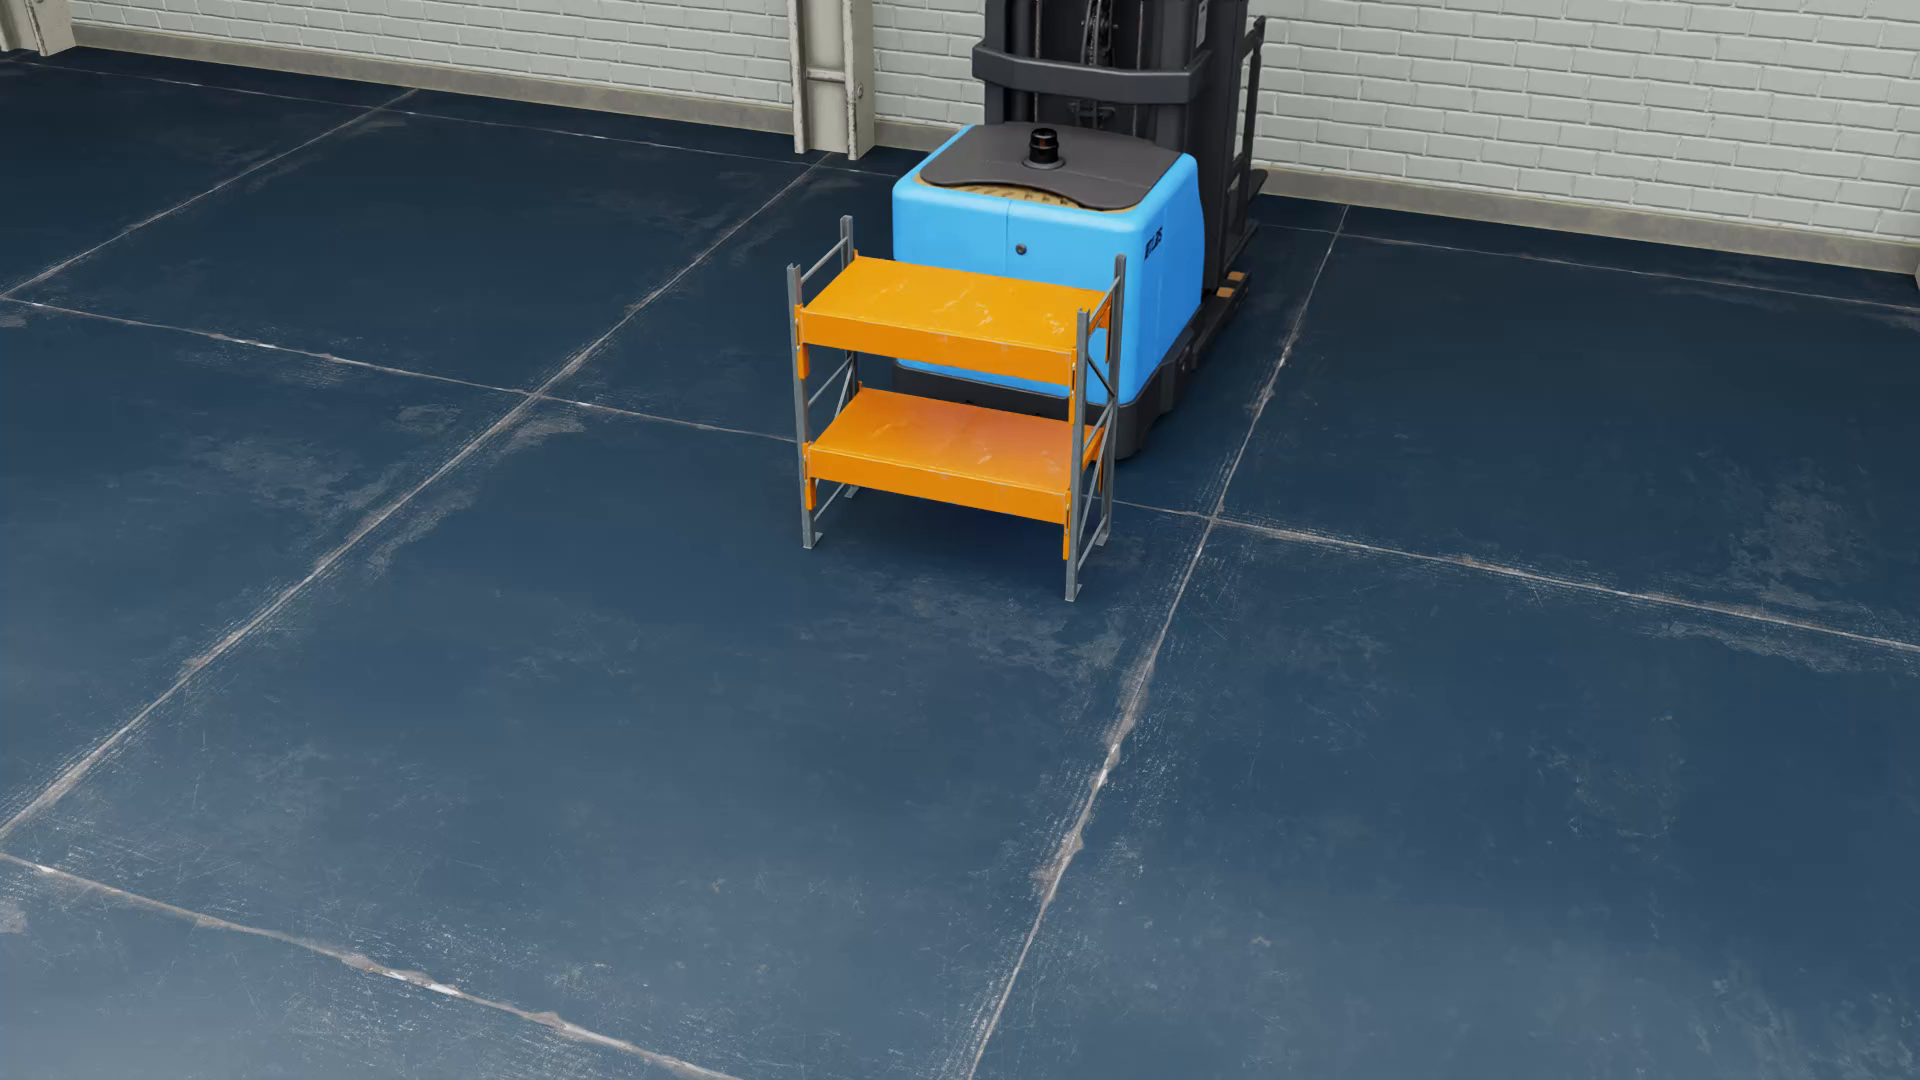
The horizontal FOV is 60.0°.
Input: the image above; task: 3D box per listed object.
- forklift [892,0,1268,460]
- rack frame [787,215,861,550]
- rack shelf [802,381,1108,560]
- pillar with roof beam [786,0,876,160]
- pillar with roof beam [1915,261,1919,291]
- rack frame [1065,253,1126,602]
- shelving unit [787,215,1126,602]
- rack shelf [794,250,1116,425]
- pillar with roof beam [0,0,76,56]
[{"bbox_3d":[0.754,-2.337,7.167,1.130,2.935,3.031,13,35,19],"label":"forklift"},{"bbox_3d":[-0.485,-0.567,6.091,0.032,1.125,0.500,11,34,16],"label":"rack frame"},{"bbox_3d":[-0.006,-0.268,6.079,1.000,0.278,0.538,11,34,16],"label":"rack shelf"},{"bbox_3d":[-2.188,-3.906,4.003,0.400,9.000,9.100,11,34,16],"label":"pillar with roof beam"},{"bbox_3d":[3.460,-2.808,2.302,0.400,9.000,9.100,11,34,16],"label":"pillar with roof beam"},{"bbox_3d":[0.472,-0.381,5.803,0.032,1.125,0.500,11,34,16],"label":"rack frame"},{"bbox_3d":[-0.006,-0.474,5.947,1.048,1.125,0.538,11,34,16],"label":"shelving unit"},{"bbox_3d":[-0.006,-0.720,5.788,1.000,0.278,0.538,11,34,16],"label":"rack shelf"},{"bbox_3d":[-7.836,-5.004,5.703,0.400,9.000,9.100,11,34,16],"label":"pillar with roof beam"}]
